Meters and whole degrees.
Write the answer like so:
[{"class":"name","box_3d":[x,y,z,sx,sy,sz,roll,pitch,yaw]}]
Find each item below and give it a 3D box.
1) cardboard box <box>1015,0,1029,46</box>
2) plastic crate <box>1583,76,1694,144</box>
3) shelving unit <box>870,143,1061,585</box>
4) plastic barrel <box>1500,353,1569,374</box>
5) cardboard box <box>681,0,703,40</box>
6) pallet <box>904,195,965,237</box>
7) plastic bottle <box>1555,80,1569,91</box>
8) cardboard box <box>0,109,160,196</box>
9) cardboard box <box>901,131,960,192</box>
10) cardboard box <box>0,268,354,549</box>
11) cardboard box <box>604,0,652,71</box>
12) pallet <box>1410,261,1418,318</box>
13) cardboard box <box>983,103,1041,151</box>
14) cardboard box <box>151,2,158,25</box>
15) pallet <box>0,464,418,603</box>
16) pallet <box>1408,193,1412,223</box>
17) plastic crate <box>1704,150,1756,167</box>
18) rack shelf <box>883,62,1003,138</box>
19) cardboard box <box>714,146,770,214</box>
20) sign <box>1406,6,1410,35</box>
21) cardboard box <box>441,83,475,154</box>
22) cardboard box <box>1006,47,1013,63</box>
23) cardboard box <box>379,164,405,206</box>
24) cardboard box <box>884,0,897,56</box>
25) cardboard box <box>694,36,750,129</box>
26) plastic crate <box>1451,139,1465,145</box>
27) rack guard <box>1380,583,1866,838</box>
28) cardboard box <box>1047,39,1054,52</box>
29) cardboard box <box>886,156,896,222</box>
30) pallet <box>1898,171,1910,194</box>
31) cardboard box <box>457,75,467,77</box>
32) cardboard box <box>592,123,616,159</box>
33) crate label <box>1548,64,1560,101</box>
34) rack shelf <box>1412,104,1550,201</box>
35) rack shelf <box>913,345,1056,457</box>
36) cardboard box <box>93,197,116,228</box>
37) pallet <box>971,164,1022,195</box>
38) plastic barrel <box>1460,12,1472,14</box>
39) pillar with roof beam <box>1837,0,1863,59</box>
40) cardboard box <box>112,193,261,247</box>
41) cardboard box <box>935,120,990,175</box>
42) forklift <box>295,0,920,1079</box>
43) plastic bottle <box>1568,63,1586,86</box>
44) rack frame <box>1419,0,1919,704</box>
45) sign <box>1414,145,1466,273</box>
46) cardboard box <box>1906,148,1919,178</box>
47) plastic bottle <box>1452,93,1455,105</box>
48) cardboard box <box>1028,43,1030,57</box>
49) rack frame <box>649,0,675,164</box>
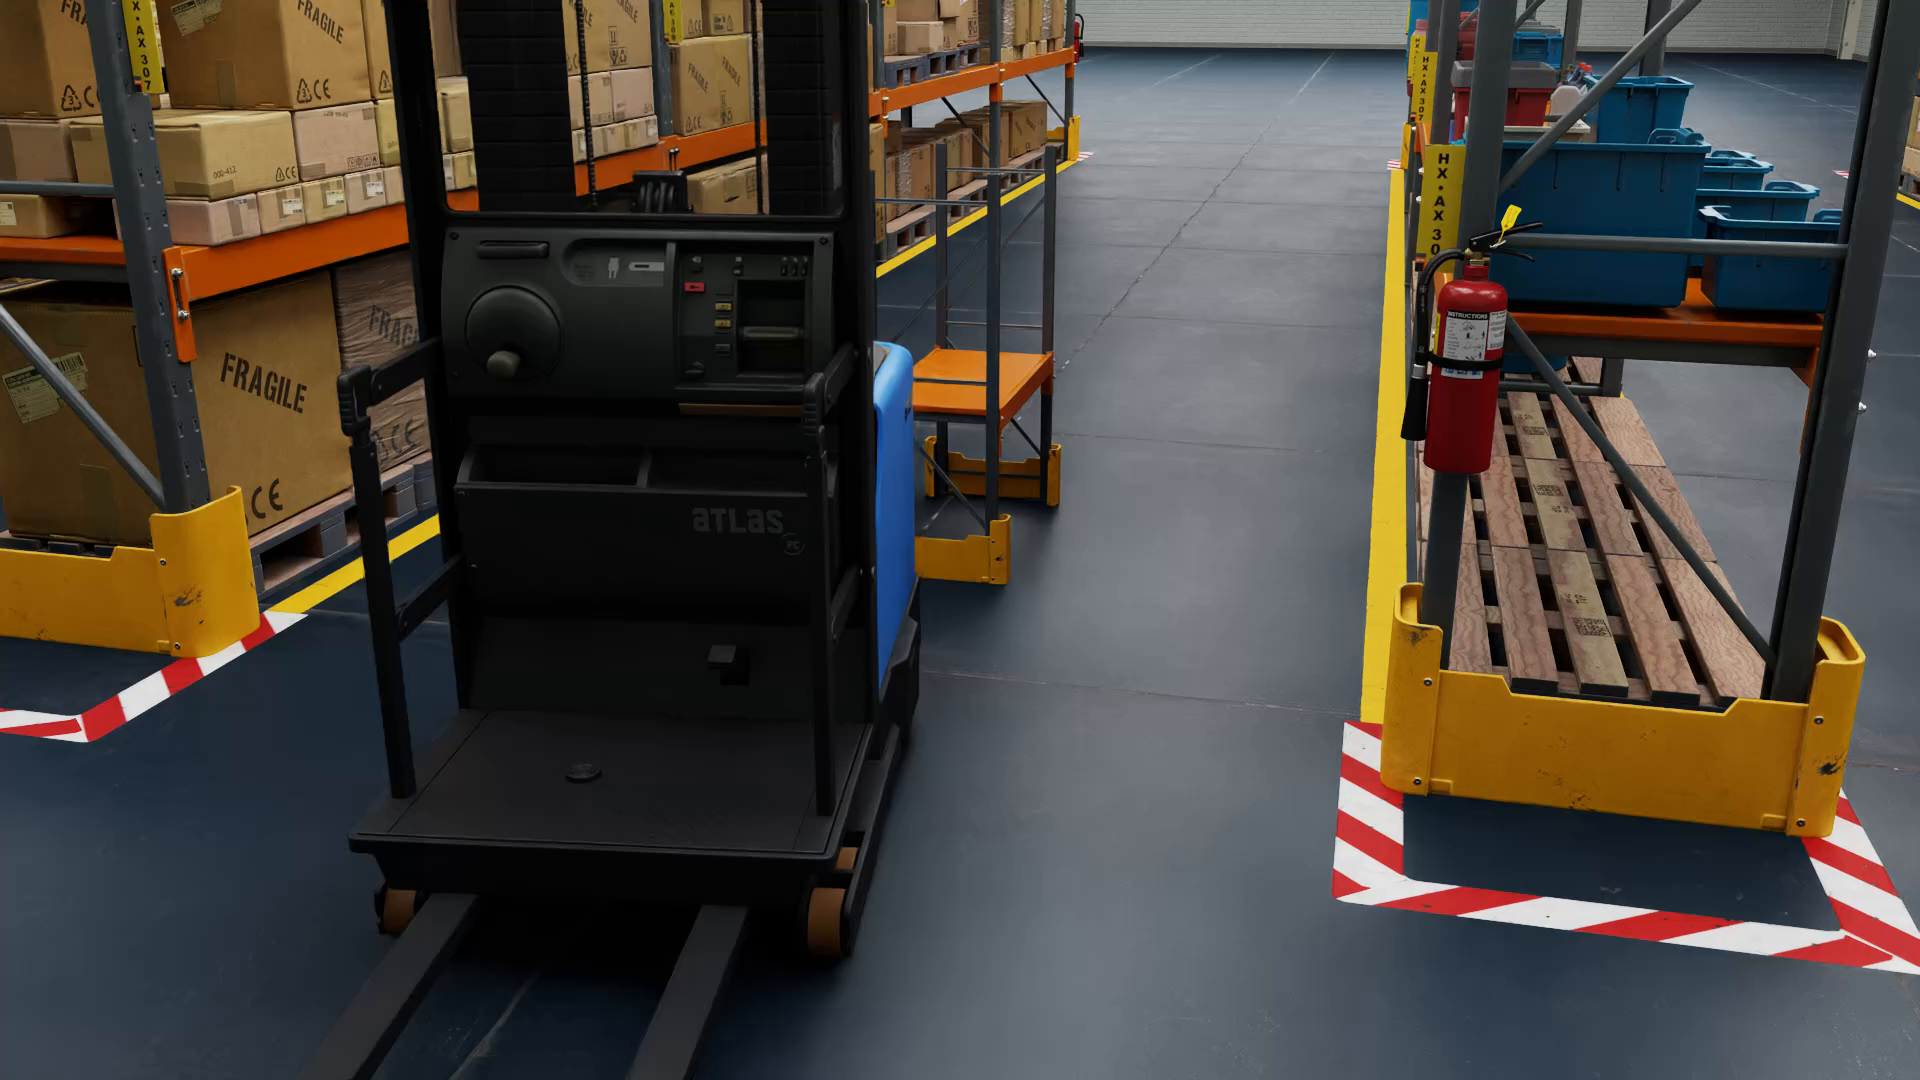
[{"class":"cardboard box","box_3d":[0.231,-5.367,17.146,0.875,0.500,0.500,5,19,13]},{"class":"plastic crate","box_3d":[2.970,-1.838,7.360,0.392,0.384,0.575,5,19,13]},{"class":"shelving unit","box_3d":[0.019,-0.734,6.515,0.587,1.500,1.083,5,19,13]},{"class":"plastic barrel","box_3d":[2.902,-1.365,8.641,0.600,0.901,0.708,5,19,13]},{"class":"cardboard box","box_3d":[-1.902,-3.105,9.430,0.797,0.503,0.637,4,19,12]},{"class":"pallet","box_3d":[-0.580,-2.942,14.974,1.003,0.211,1.213,5,19,13]},{"class":"plastic bottle","box_3d":[3.481,-2.514,9.607,0.097,0.271,0.097,0,19,0]},{"class":"cardboard box","box_3d":[-3.166,-1.371,5.832,0.500,0.250,0.500,4,19,13]},{"class":"cardboard box","box_3d":[-0.401,-3.576,15.702,0.700,0.500,0.500,5,19,13]},{"class":"cardboard box","box_3d":[-2.948,-0.528,6.231,0.875,0.875,0.875,5,19,13]},{"class":"cardboard box","box_3d":[-1.903,-2.641,8.391,0.500,0.500,0.500,5,20,15]},{"class":"pallet","box_3d":[3.578,-1.674,11.263,1.003,0.211,1.213,5,19,13]},{"class":"cardboard box","box_3d":[0.600,-4.774,19.242,0.500,0.500,0.500,10,21,28]},{"class":"cardboard box","box_3d":[-5.915,-3.744,11.826,0.380,0.149,0.250,5,20,15]},{"class":"pallet","box_3d":[-2.908,-0.065,6.552,1.003,0.211,1.213,5,19,13]},{"class":"pallet","box_3d":[4.553,-2.929,14.937,1.003,0.211,1.213,5,19,13]},{"class":"plastic crate","box_3d":[2.550,-1.244,5.856,0.416,0.233,0.300,5,19,13]},{"class":"rack shelf","box_3d":[-0.584,-3.922,14.642,1.077,0.370,4.000,5,19,13]},{"class":"cardboard box","box_3d":[-1.695,-2.057,10.708,1.225,0.875,0.875,4,19,11]},{"class":"sign","box_3d":[5.152,-5.928,18.973,0.100,0.325,0.005,5,19,13]},{"class":"cardboard box","box_3d":[-2.279,-1.812,7.122,0.500,0.250,0.500,4,19,12]},{"class":"cardboard box","box_3d":[0.323,-4.891,16.756,0.380,0.149,0.250,5,19,13]},{"class":"cardboard box","box_3d":[-2.371,-1.417,6.583,0.380,0.149,0.250,4,19,12]},{"class":"cardboard box","box_3d":[-0.940,-4.237,13.647,0.700,0.500,0.500,8,20,21]},{"class":"cardboard box","box_3d":[-1.573,-2.711,9.830,0.500,0.500,0.500,5,19,13]},{"class":"plastic crate","box_3d":[2.029,-1.350,6.165,0.416,0.233,0.300,5,19,13]},{"class":"rack guard","box_3d":[1.782,0.455,4.583,1.175,0.500,0.348,5,19,13]},{"class":"cardboard box","box_3d":[0.864,-5.681,19.066,0.380,0.149,0.250,5,19,13]},{"class":"cardboard box","box_3d":[-0.928,-2.872,13.643,0.700,0.500,0.500,4,19,10]},{"class":"pallet","box_3d":[10.341,-3.797,17.477,1.003,0.211,1.213,5,19,13]},{"class":"cardboard box","box_3d":[-2.545,-2.169,8.170,0.500,0.250,0.500,5,19,13]},{"class":"cardboard box","box_3d":[-1.932,-1.980,8.233,0.380,0.149,0.250,4,19,12]},{"class":"crate label","box_3d":[4.197,-3.268,11.872,0.303,0.233,0.416,5,19,13]},{"class":"rack shelf","box_3d":[3.242,-2.277,9.826,1.077,0.370,4.000,5,19,13]},{"class":"rack shelf","box_3d":[0.021,-0.566,6.582,0.538,0.185,1.000,5,19,13]},{"class":"cardboard box","box_3d":[-3.198,-1.228,6.032,0.380,0.149,0.250,5,19,14]},{"class":"pallet","box_3d":[0.035,-3.783,17.436,1.003,0.211,1.213,5,19,13]},{"class":"plastic barrel","box_3d":[4.261,-4.280,14.367,0.433,0.535,0.433,0,19,0]},{"class":"pillar with roof beam","box_3d":[19.115,-17.264,43.308,9.100,9.000,0.400,5,19,13]},{"class":"cardboard box","box_3d":[-2.620,-1.094,5.639,0.380,0.149,0.250,5,19,14]},{"class":"cardboard box","box_3d":[0.041,-4.027,17.055,0.500,0.500,0.500,4,19,12]},{"class":"forklift","box_3d":[-0.774,-0.531,3.707,1.130,2.935,3.031,2,19,5]},{"class":"plastic bottle","box_3d":[3.687,-2.656,9.898,0.144,0.351,0.185,5,19,13]},{"class":"rack frame","box_3d":[1.776,-0.737,4.204,1.000,3.000,0.127,5,19,13]},{"class":"sign","box_3d":[1.238,-0.852,4.290,0.100,0.325,0.005,5,19,13]},{"class":"cardboard box","box_3d":[9.899,-3.793,16.755,0.500,0.250,0.500,5,19,13]},{"class":"plastic bottle","box_3d":[2.548,-2.161,8.553,0.061,0.283,0.133,5,19,13]},{"class":"cardboard box","box_3d":[0.530,-5.208,17.682,0.380,0.149,0.250,5,19,13]},{"class":"rack frame","box_3d":[-2.050,-2.382,9.020,1.000,3.000,0.127,5,19,13]}]
